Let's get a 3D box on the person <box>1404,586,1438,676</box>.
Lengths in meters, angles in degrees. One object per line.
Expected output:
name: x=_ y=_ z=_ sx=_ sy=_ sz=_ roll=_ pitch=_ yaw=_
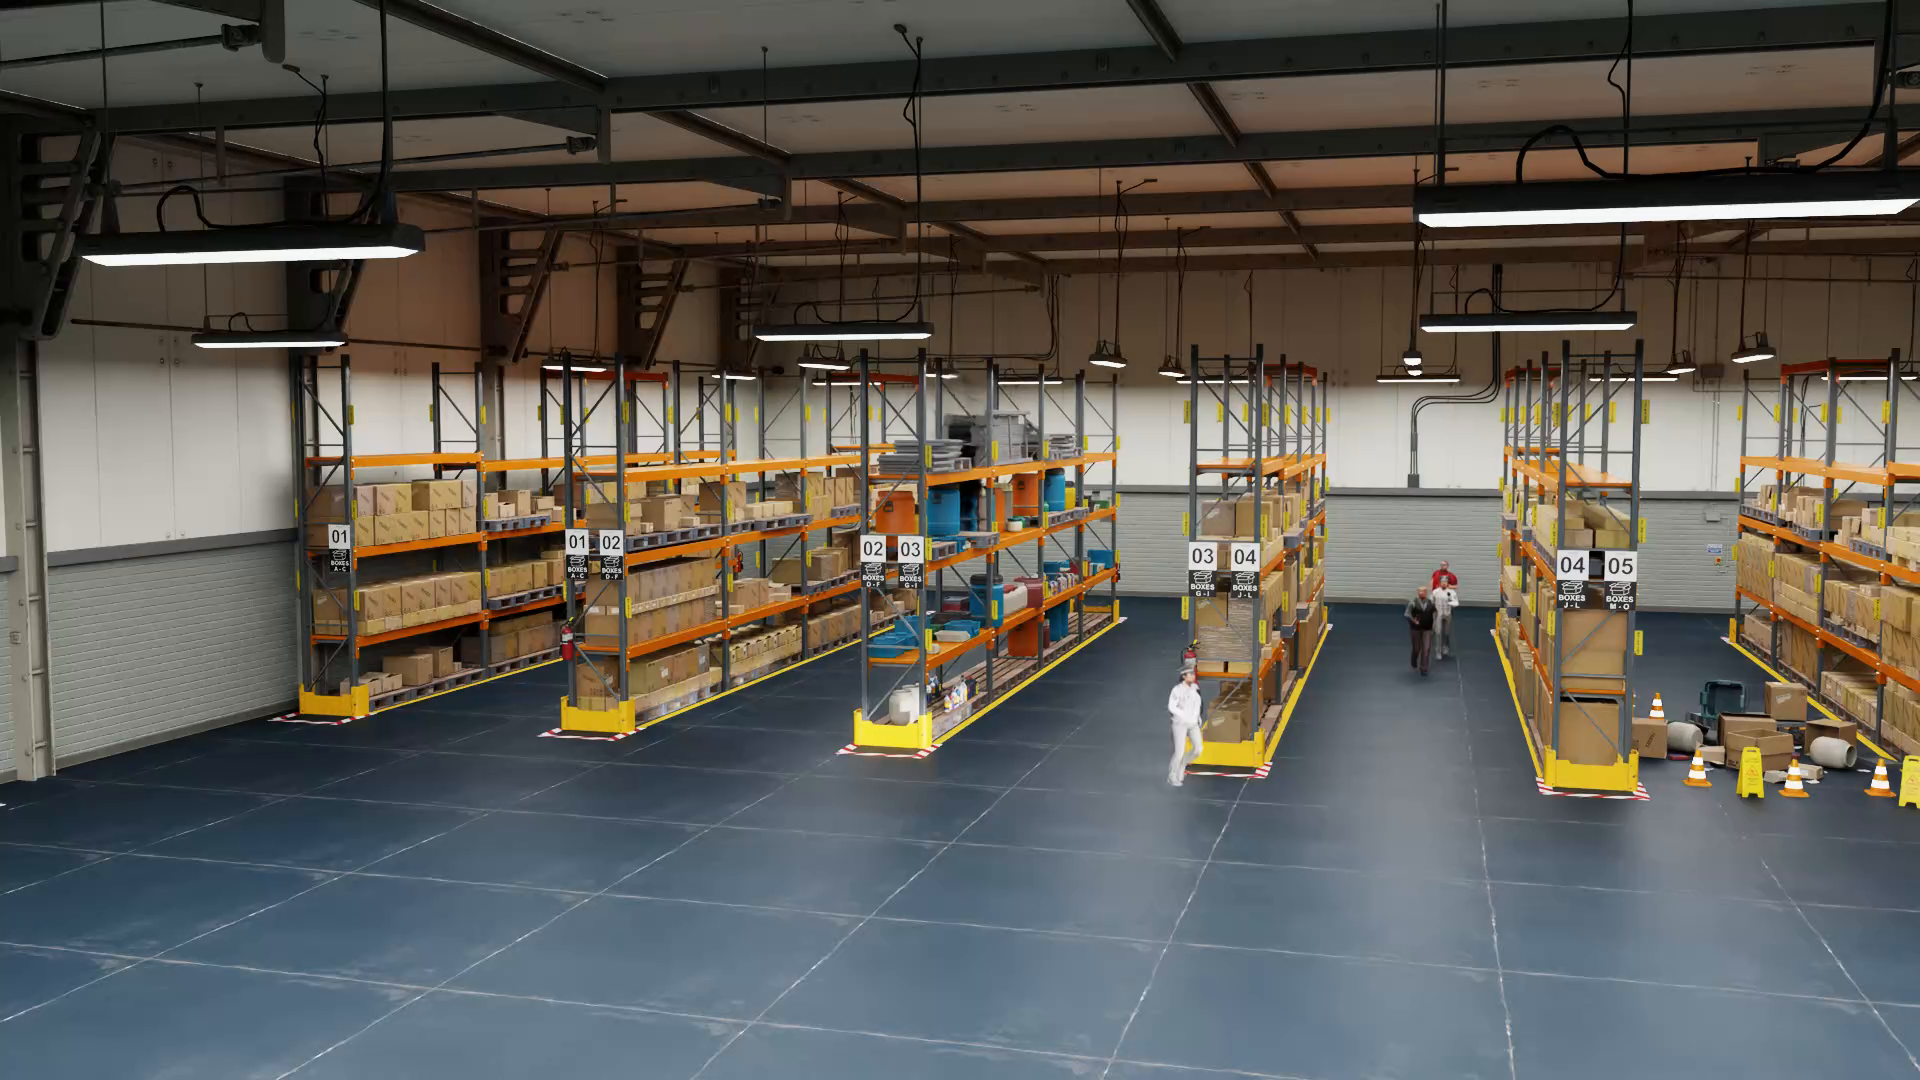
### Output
person: x=8.890 y=1.734 z=32.017 sx=0.670 sy=1.698 sz=0.880 roll=0 pitch=4 yaw=5

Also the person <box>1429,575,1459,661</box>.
person: x=9.950 y=1.575 z=34.231 sx=0.599 sy=1.708 sz=0.893 roll=1 pitch=4 yaw=16

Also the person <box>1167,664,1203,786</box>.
person: x=3.096 y=2.492 z=22.450 sx=0.653 sy=1.659 sz=0.546 roll=-2 pitch=5 yaw=-30

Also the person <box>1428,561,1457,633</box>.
person: x=11.006 y=1.337 z=37.914 sx=0.696 sy=1.733 sz=0.878 roll=3 pitch=5 yaw=38
